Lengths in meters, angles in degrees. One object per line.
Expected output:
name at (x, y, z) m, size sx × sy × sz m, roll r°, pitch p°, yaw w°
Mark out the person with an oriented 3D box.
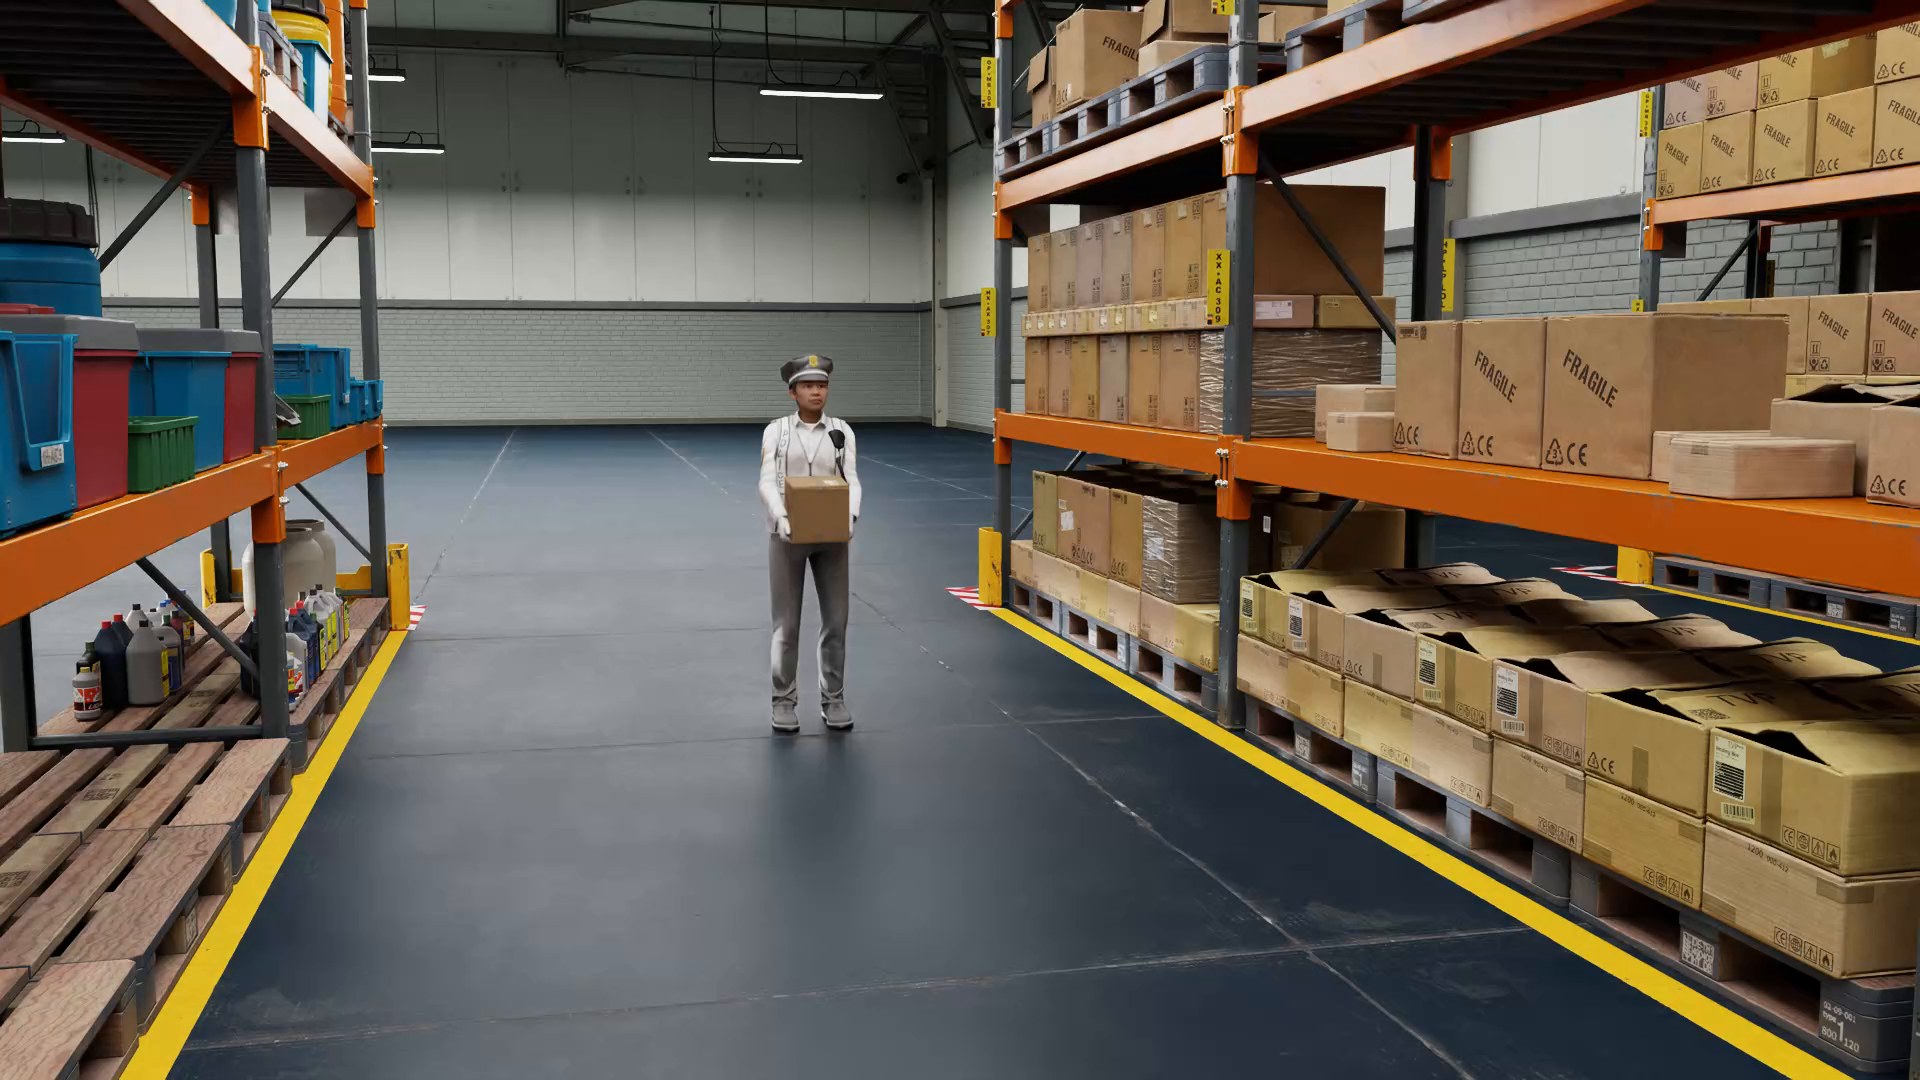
person at (-0.668, 0.008, 7.481) m, size 0.461 × 1.686 × 0.563 m, roll -2°, pitch 6°, yaw -14°
